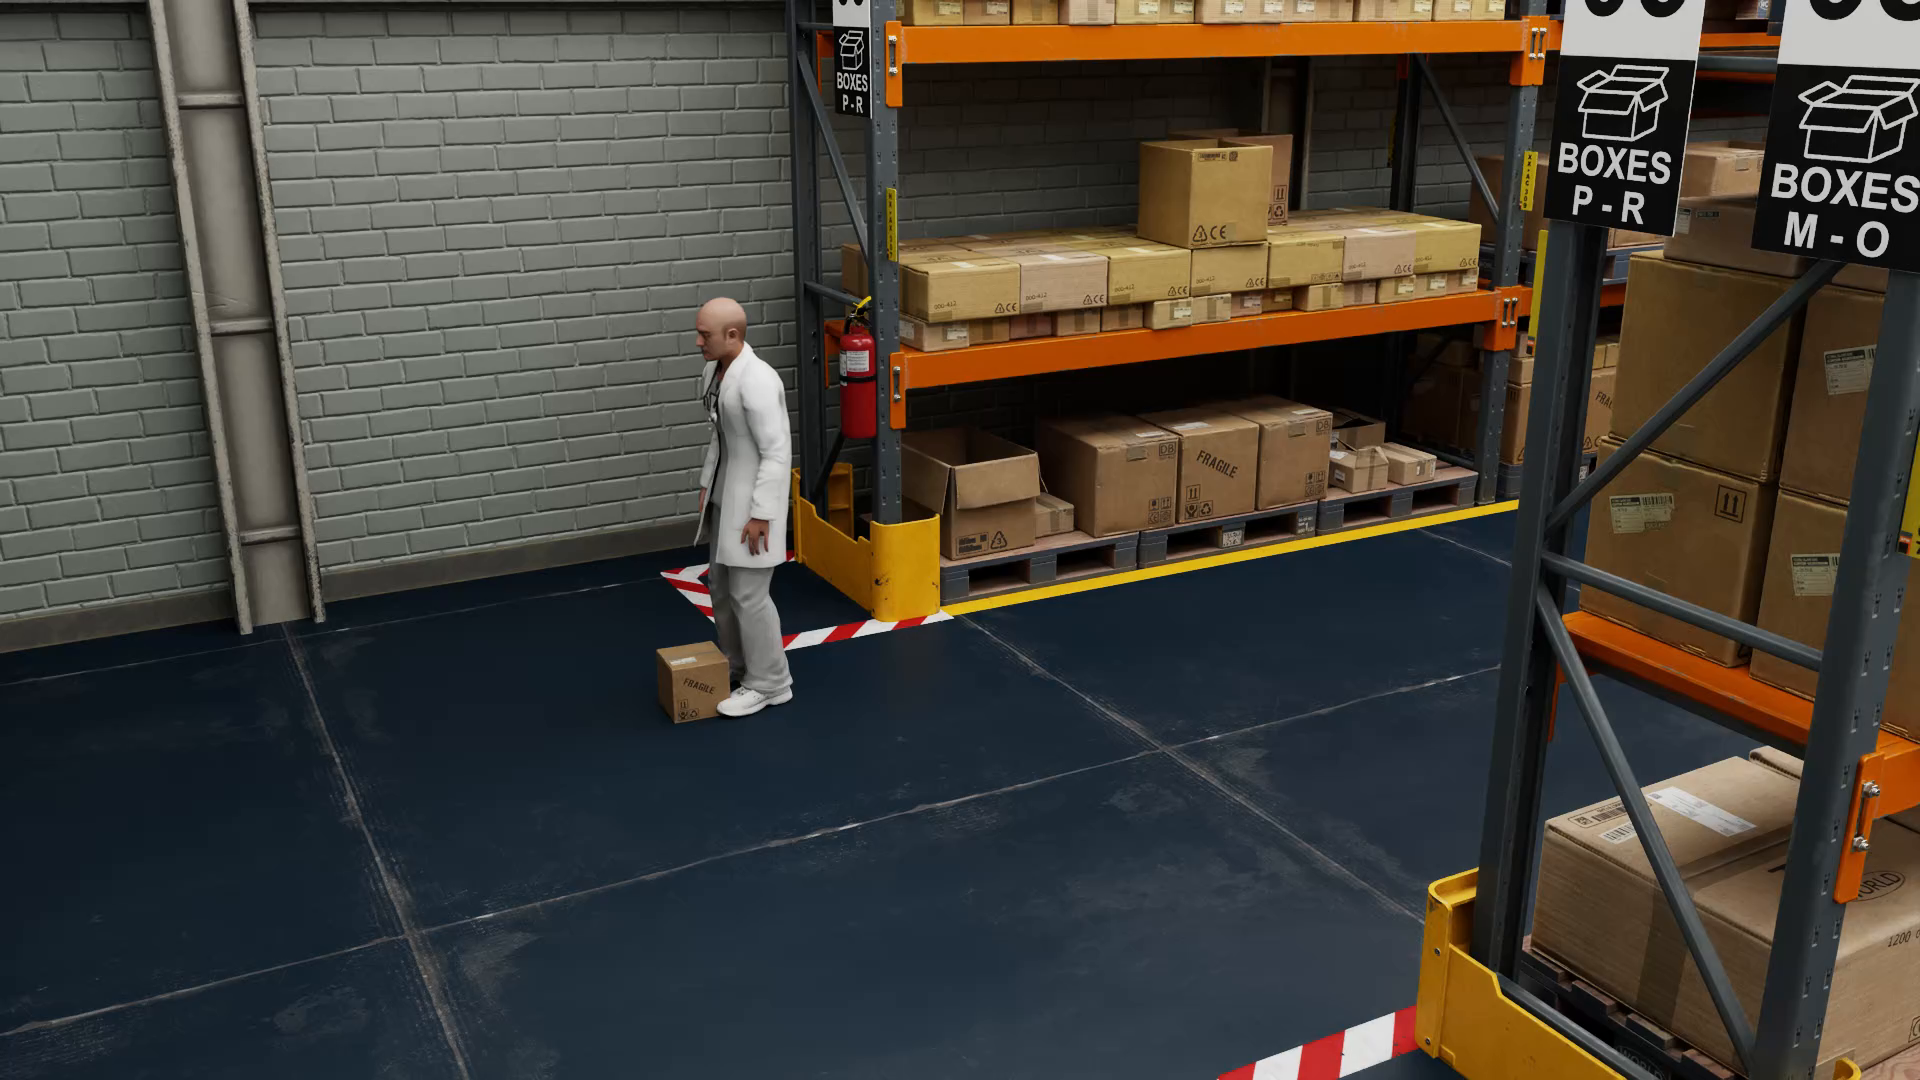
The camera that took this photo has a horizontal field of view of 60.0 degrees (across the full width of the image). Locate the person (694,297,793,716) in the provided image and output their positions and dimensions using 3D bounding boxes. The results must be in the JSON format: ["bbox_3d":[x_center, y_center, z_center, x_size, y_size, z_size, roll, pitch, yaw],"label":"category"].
[{"bbox_3d":[-0.928,-0.151,7.041,0.416,1.774,0.652,-10,21,-28],"label":"person"}]
